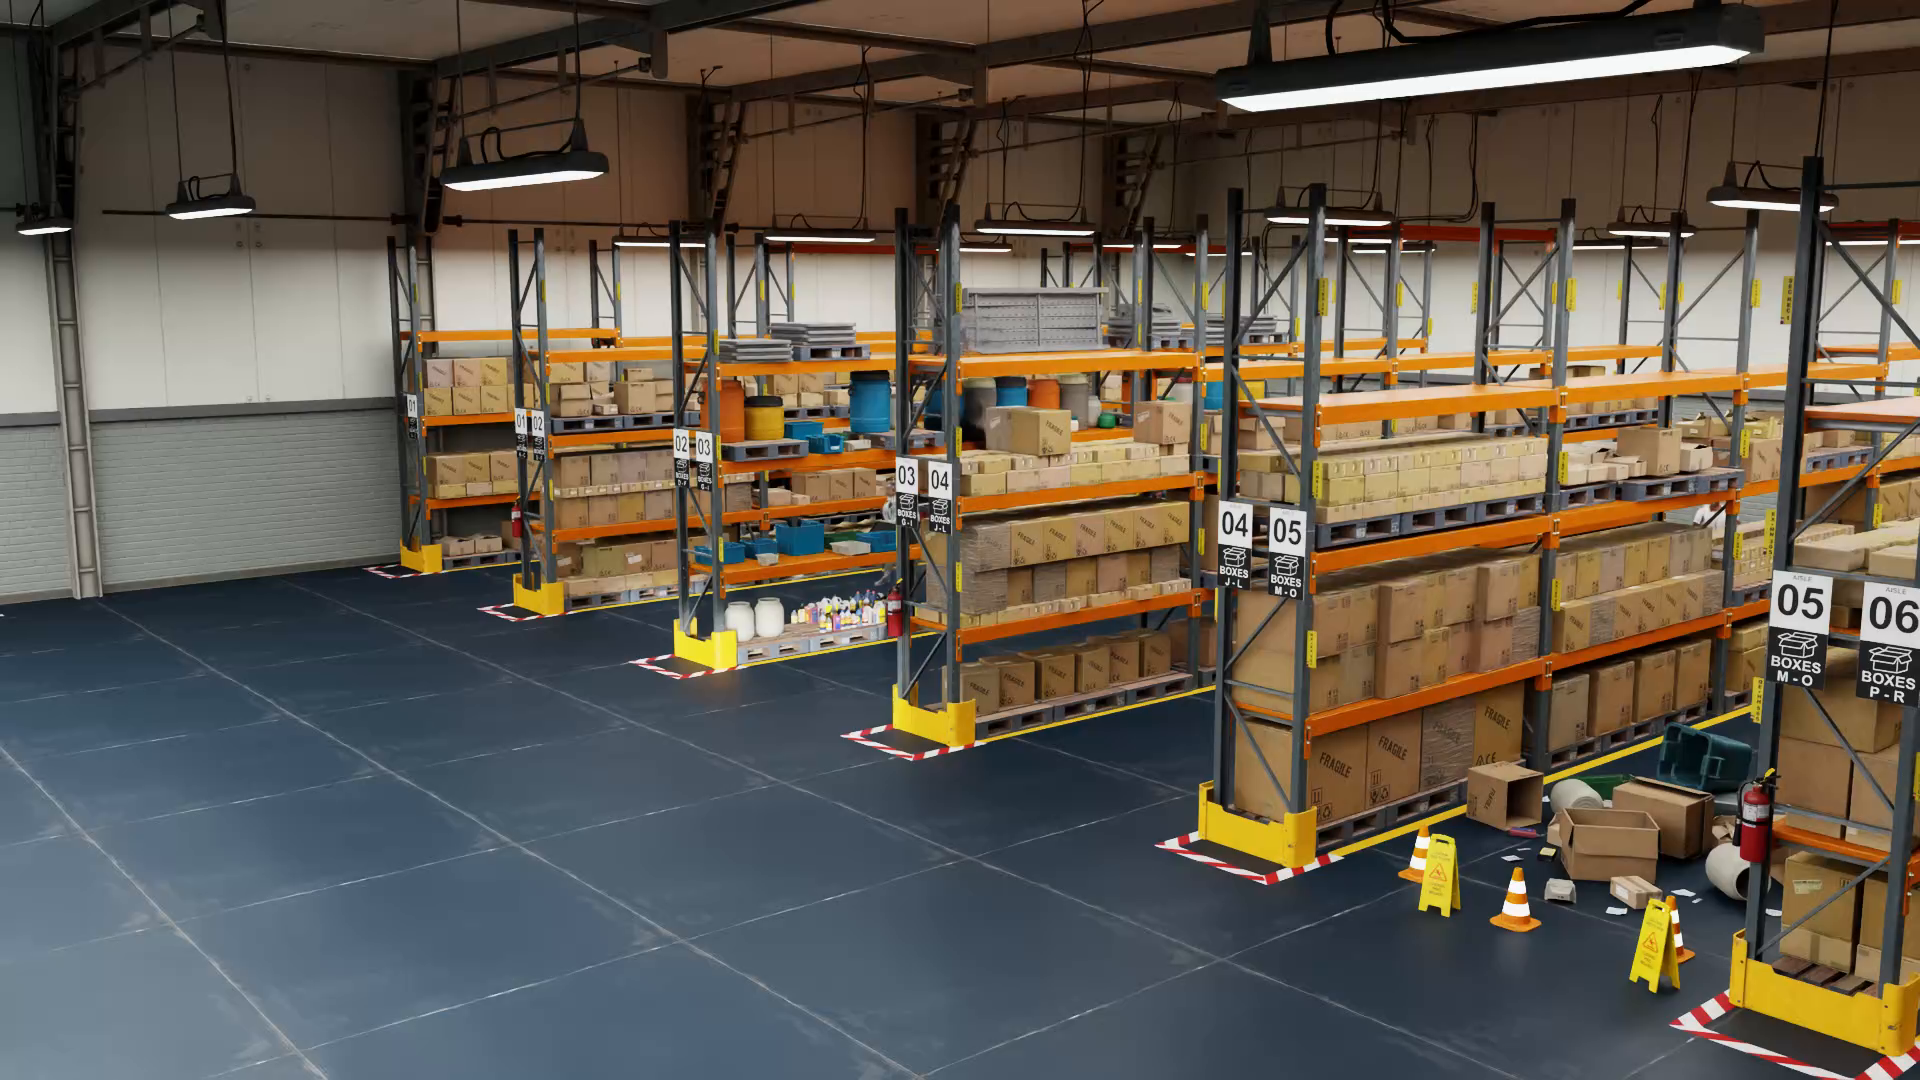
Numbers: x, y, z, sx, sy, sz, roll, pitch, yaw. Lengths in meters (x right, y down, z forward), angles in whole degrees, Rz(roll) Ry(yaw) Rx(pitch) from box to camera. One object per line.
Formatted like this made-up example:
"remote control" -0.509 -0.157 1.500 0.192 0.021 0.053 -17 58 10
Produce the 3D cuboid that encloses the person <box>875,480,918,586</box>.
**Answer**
"person" -1.049 -0.120 27.006 0.737 1.721 0.608 -5 10 -31

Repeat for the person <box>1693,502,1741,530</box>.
"person" 12.810 0.014 28.177 0.740 1.717 0.669 4 9 22
